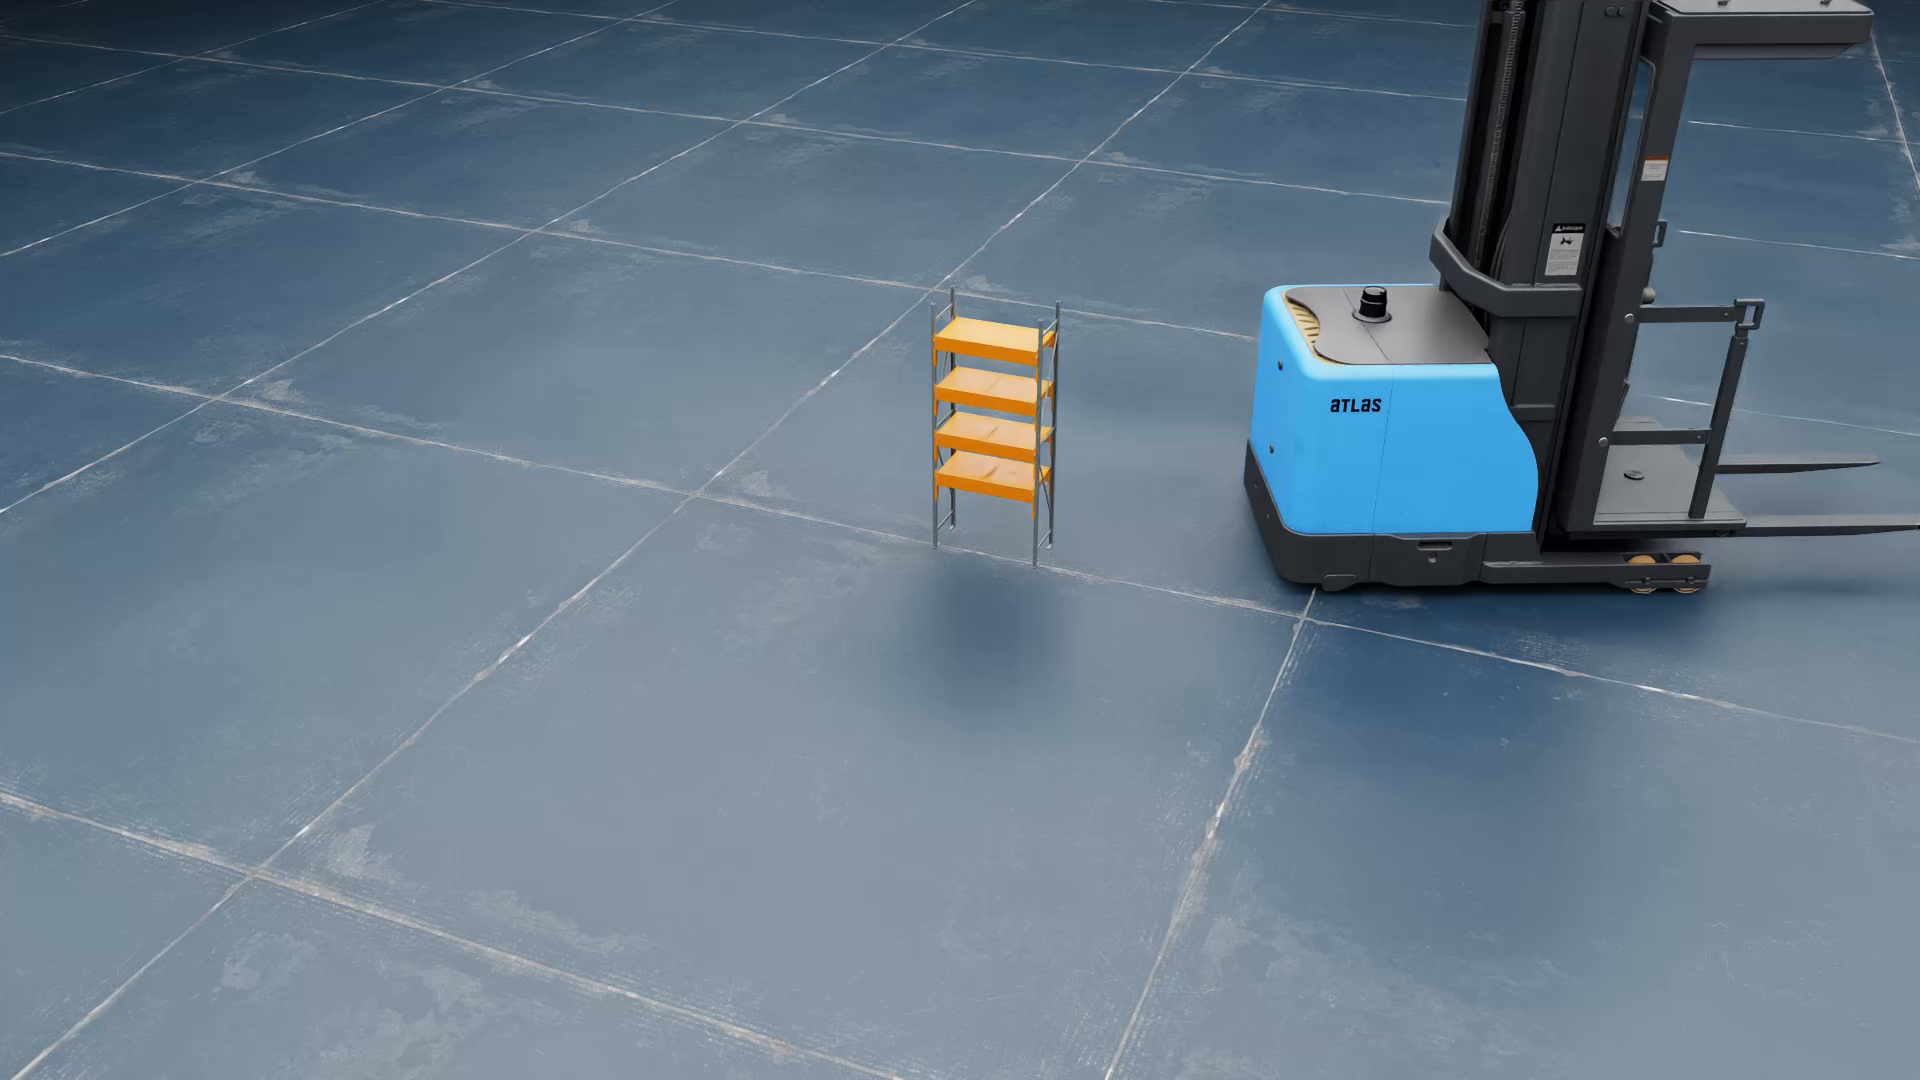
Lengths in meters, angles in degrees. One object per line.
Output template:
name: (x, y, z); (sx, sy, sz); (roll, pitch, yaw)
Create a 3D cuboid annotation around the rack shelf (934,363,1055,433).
rack shelf: (0.153, -0.628, 7.324); (0.480, 0.148, 0.258); (11, 31, 19)

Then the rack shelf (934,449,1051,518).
rack shelf: (0.153, -0.260, 7.531); (0.480, 0.148, 0.258); (11, 31, 19)

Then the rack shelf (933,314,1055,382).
rack shelf: (0.153, -0.834, 7.207); (0.480, 0.148, 0.258); (11, 31, 19)

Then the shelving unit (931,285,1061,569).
shelving unit: (0.153, -0.492, 7.401); (0.503, 1.200, 0.258); (11, 31, 19)

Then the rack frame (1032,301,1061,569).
rack frame: (0.379, -0.447, 7.321); (0.015, 1.200, 0.240); (11, 31, 19)

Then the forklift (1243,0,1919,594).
forklift: (2.905, -1.300, 7.072); (3.031, 2.935, 1.130); (-1, 29, -1)

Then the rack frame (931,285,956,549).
rack frame: (-0.073, -0.537, 7.480); (0.015, 1.200, 0.240); (11, 31, 19)

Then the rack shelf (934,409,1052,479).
rack shelf: (0.153, -0.433, 7.434); (0.480, 0.148, 0.258); (11, 31, 19)
